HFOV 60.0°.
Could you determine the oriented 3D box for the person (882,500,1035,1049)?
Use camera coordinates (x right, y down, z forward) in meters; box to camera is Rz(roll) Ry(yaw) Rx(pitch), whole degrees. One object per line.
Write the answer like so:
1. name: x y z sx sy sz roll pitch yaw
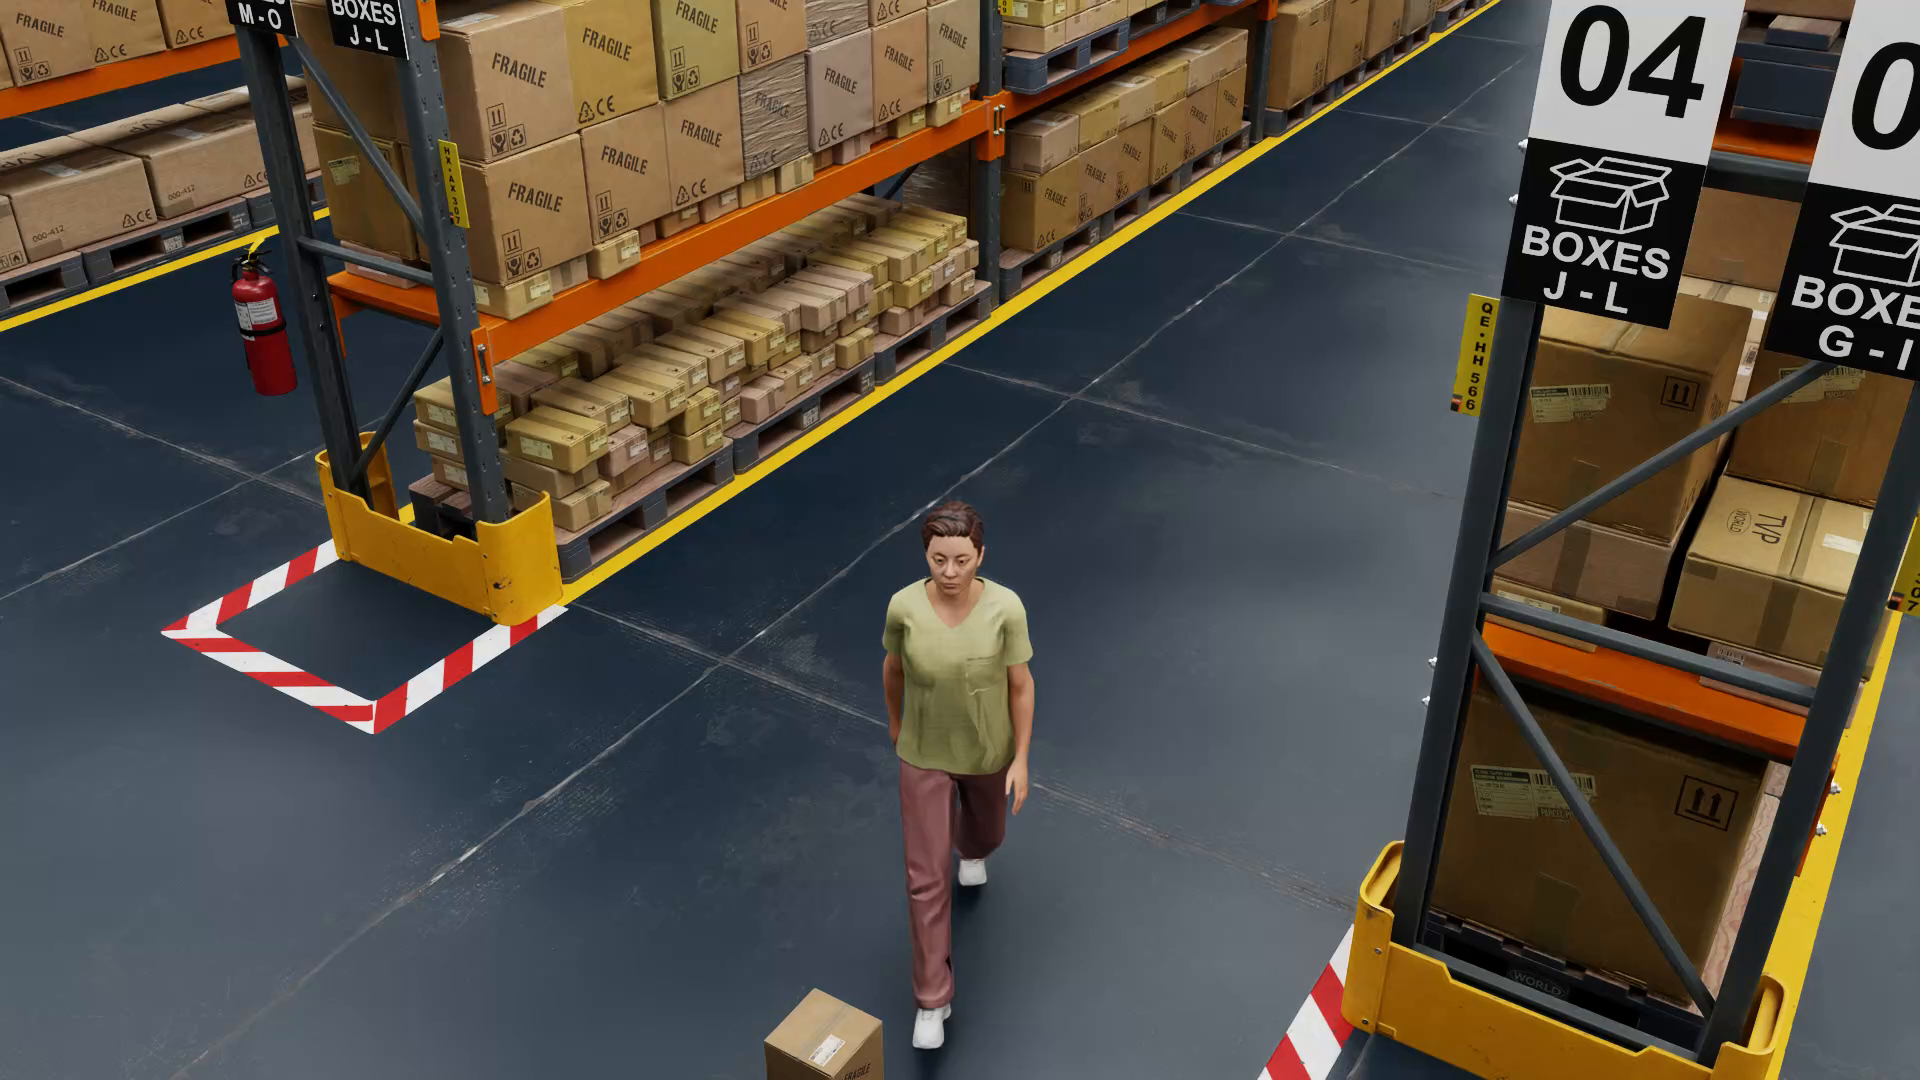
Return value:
1. person: 0.000 0.654 5.051 0.449 1.625 1.003 -2 31 -4
